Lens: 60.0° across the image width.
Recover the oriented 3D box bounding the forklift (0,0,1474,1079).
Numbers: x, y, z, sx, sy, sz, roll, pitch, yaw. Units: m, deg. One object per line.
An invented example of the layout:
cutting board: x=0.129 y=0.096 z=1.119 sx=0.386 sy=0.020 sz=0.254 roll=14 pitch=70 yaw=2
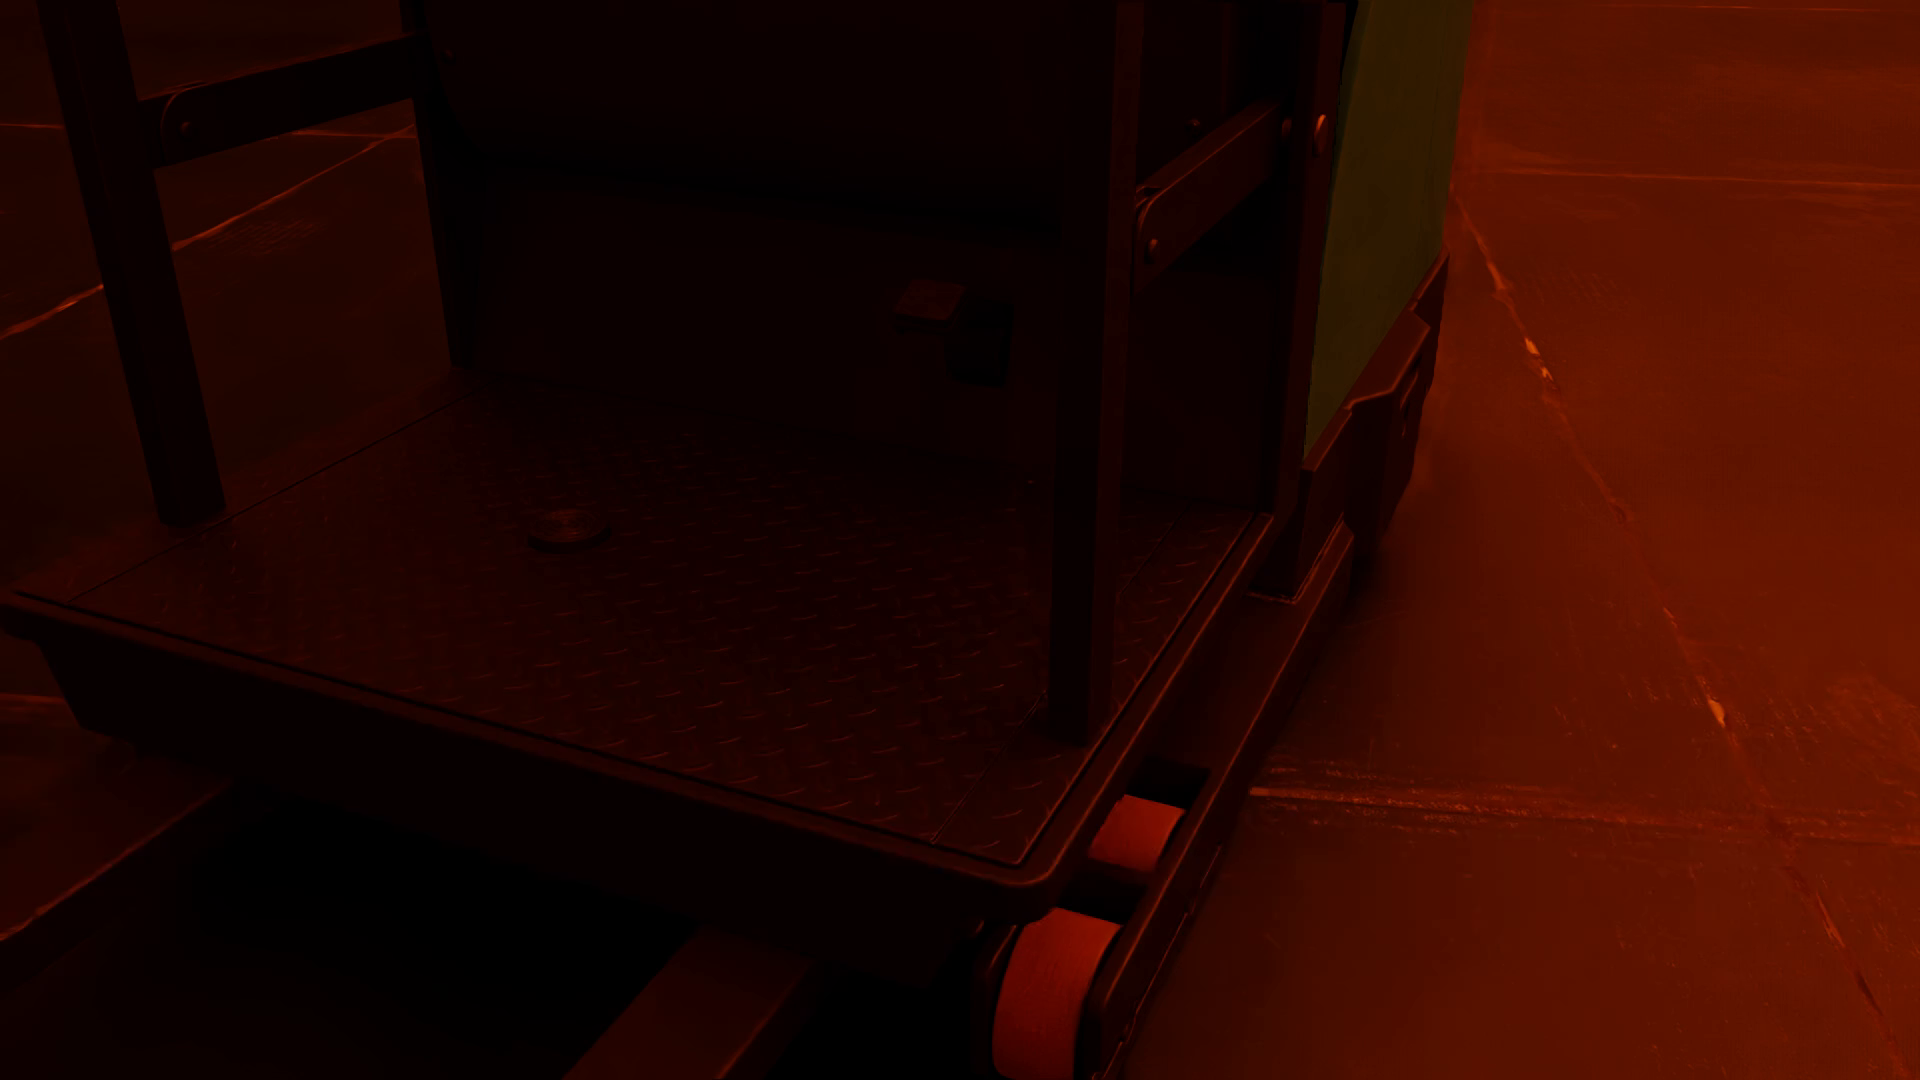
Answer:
forklift: x=-0.245 y=-1.032 z=1.285 sx=1.130 sy=2.935 sz=3.031 roll=11 pitch=29 yaw=21
